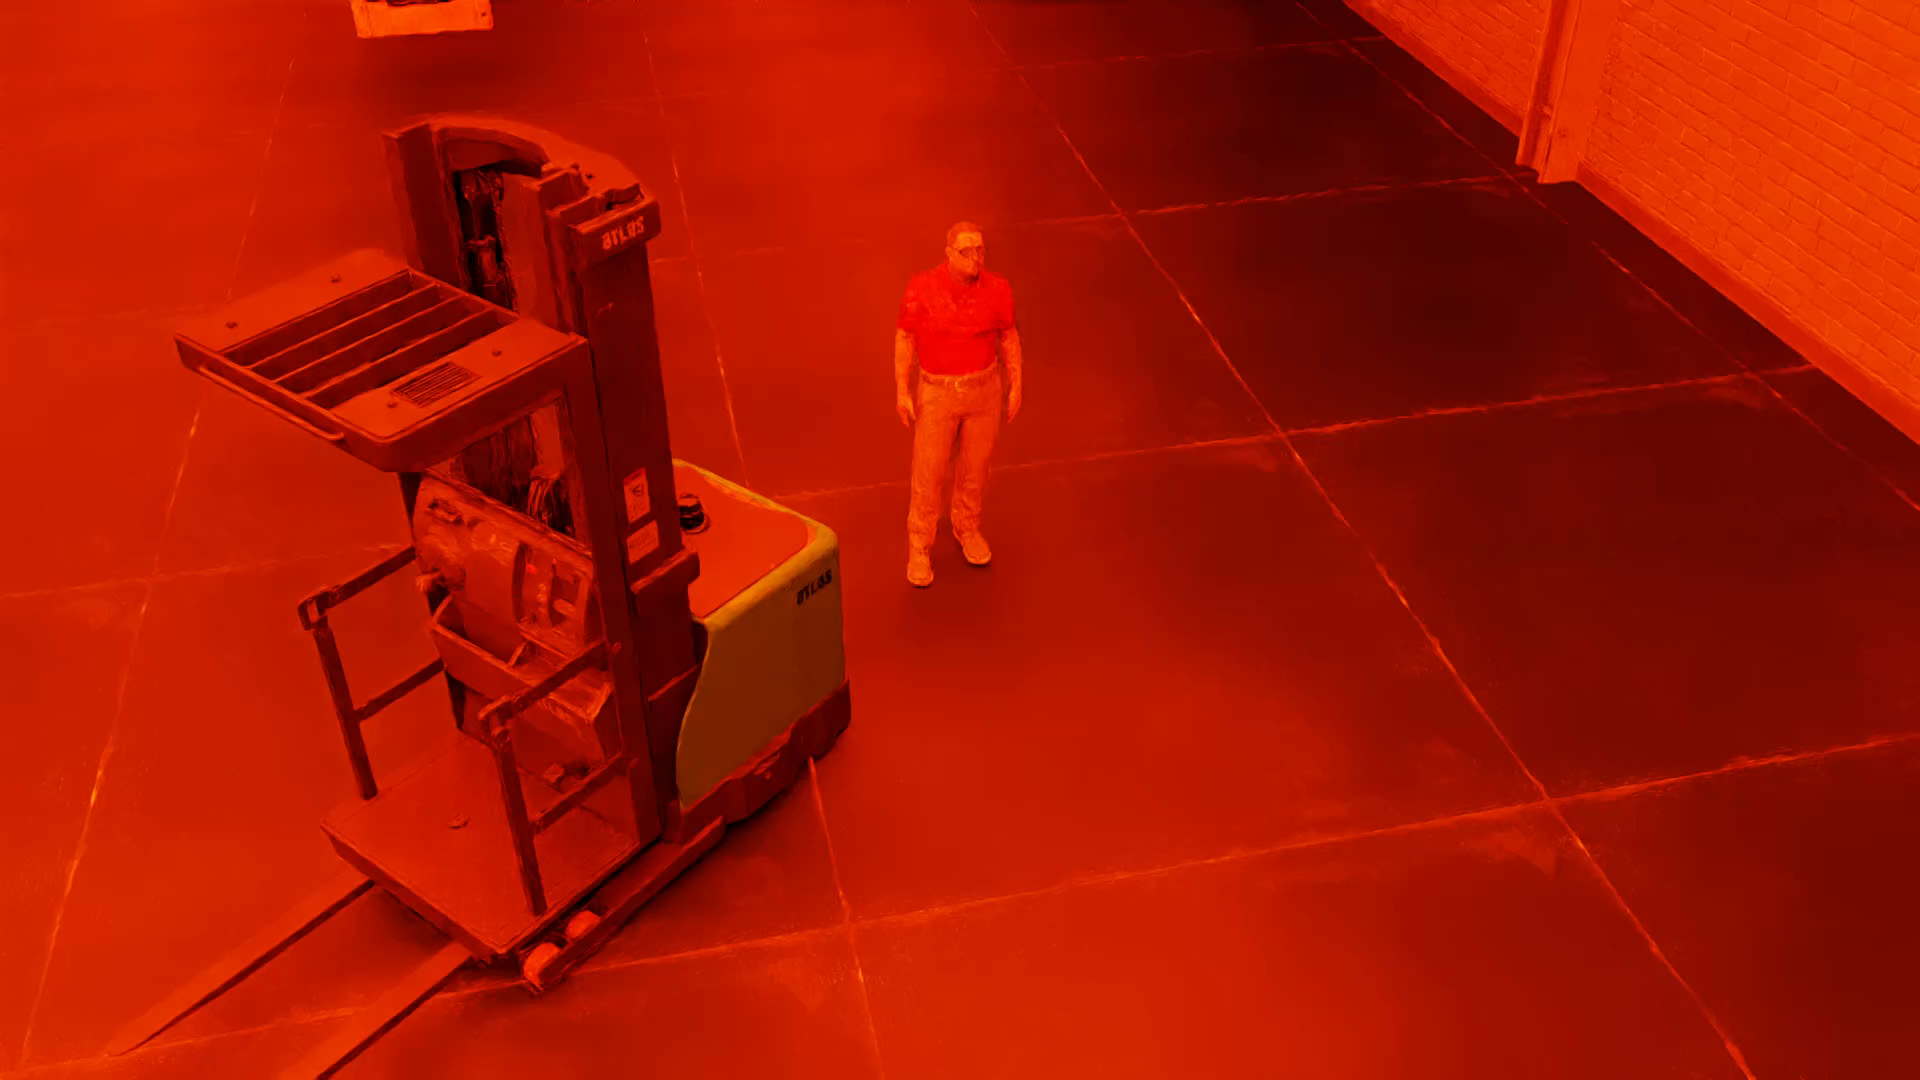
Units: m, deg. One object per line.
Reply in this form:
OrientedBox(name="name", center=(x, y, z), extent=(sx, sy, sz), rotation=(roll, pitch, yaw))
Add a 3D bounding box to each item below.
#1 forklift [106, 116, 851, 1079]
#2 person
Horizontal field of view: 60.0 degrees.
OrientedBox(name="forklift", center=(-1.772, 0.159, 5.830), extent=(1.130, 2.935, 3.031), rotation=(24, 42, 29))
OrientedBox(name="person", center=(0.008, -0.655, 7.977), extent=(0.640, 1.727, 0.550), rotation=(-8, 36, -11))
